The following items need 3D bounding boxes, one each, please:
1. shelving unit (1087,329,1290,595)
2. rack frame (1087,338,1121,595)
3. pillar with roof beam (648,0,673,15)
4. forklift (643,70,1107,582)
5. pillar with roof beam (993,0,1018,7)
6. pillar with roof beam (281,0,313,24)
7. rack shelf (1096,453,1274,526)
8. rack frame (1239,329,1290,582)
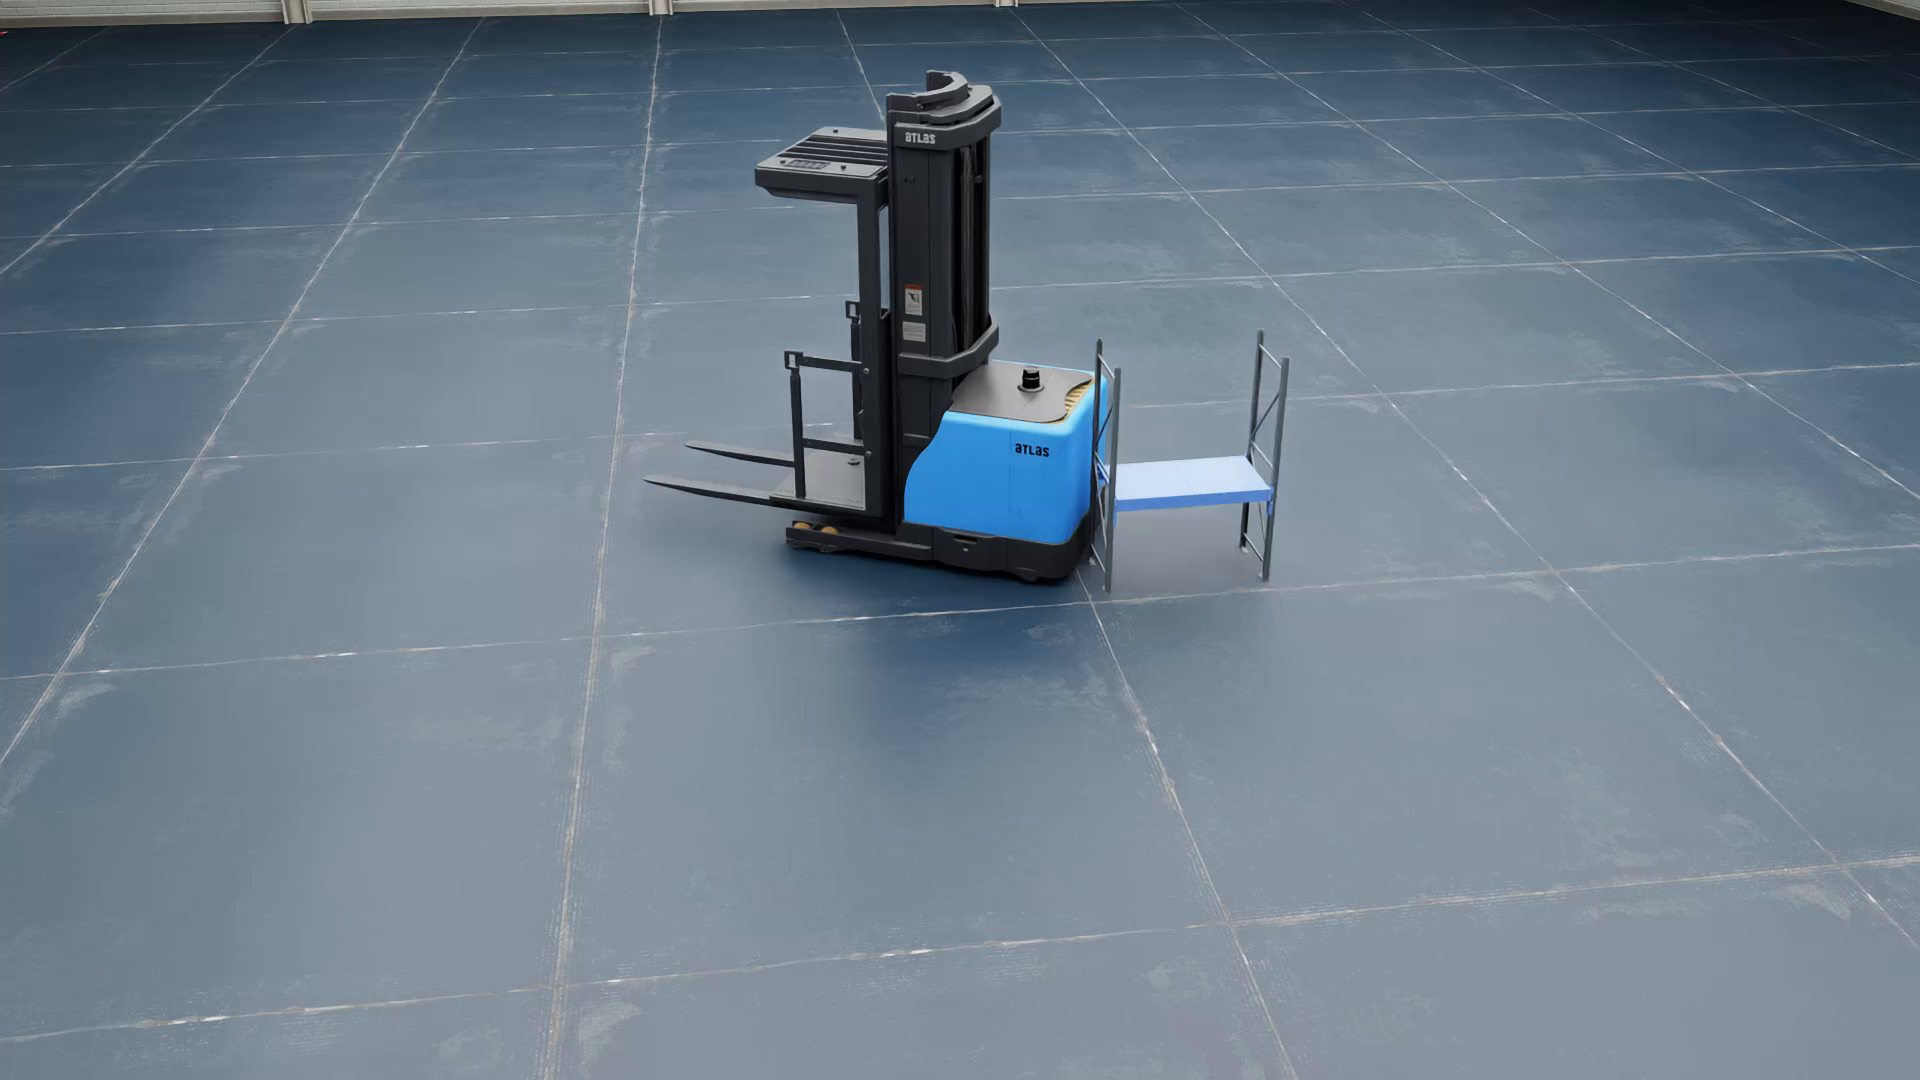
[{"bbox_3d":[1.379,-0.477,10.239,1.048,1.500,0.538,-4,27,-8],"label":"shelving unit"},{"bbox_3d":[0.877,-0.439,10.165,0.032,1.500,0.500,-4,27,-8],"label":"rack frame"},{"bbox_3d":[-4.536,-11.119,22.765,0.400,9.000,9.100,-4,27,-7],"label":"pillar with roof beam"},{"bbox_3d":[-0.613,-1.436,10.541,3.031,2.935,1.130,9,28,17],"label":"forklift"},{"bbox_3d":[1.406,-11.501,23.509,0.400,9.000,9.100,-4,27,-7],"label":"pillar with roof beam"},{"bbox_3d":[-10.477,-10.737,22.022,0.400,9.000,9.100,-4,27,-7],"label":"pillar with roof beam"},{"bbox_3d":[1.379,-0.317,10.321,1.000,0.185,0.538,-4,27,-8],"label":"rack shelf"},{"bbox_3d":[1.880,-0.515,10.313,0.032,1.500,0.500,-4,27,-8],"label":"rack frame"}]
